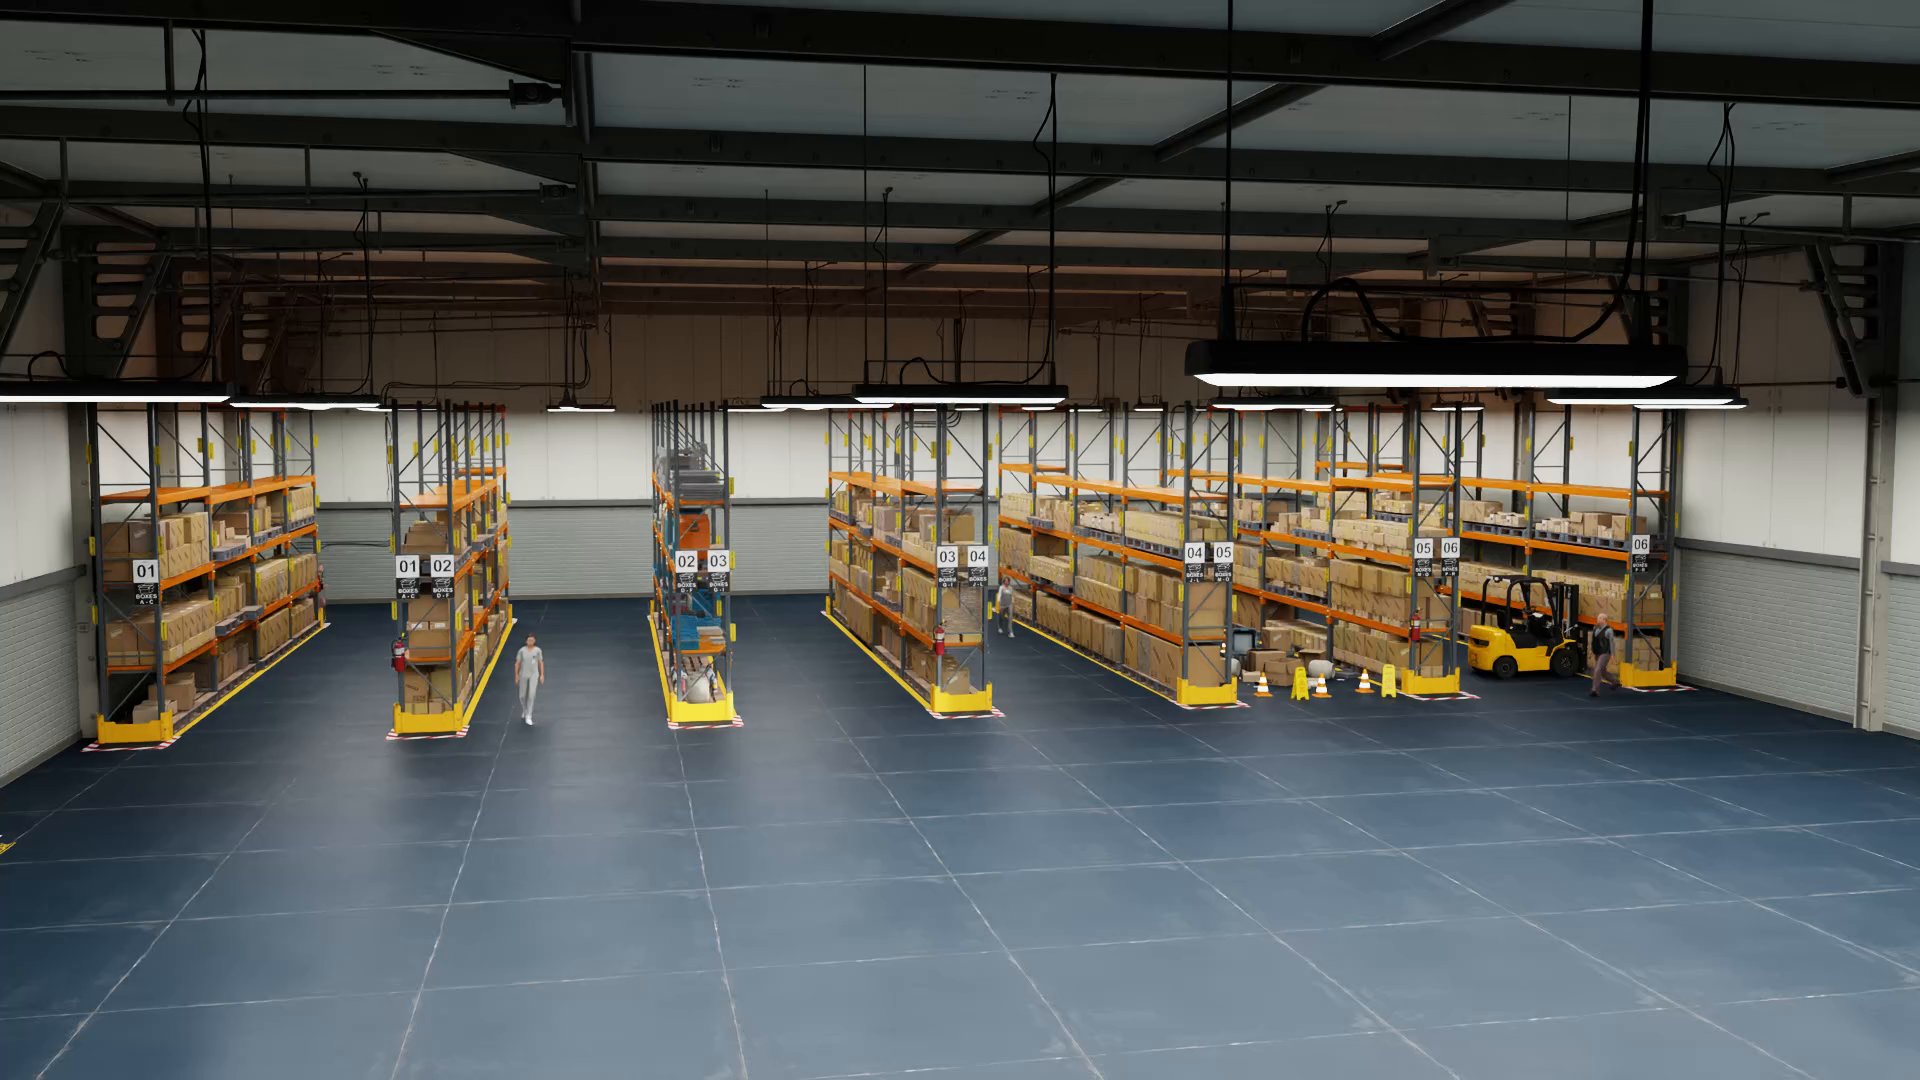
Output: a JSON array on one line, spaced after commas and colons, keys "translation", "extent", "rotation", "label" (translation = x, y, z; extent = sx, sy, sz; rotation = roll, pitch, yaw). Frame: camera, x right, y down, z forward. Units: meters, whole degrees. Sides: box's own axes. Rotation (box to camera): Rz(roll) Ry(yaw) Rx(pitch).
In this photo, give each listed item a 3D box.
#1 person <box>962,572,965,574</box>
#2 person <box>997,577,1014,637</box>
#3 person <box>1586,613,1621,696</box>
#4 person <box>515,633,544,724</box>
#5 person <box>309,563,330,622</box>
[{"translation": [-0.066, 1.141, 49.113], "extent": [0.756, 1.757, 0.585], "rotation": [-1, 4, -17], "label": "person"}, {"translation": [1.183, 1.709, 42.880], "extent": [0.464, 1.536, 0.994], "rotation": [-1, 4, -13], "label": "person"}, {"translation": [13.110, 2.323, 33.867], "extent": [0.964, 1.690, 0.555], "rotation": [-1, 5, -18], "label": "person"}, {"translation": [-8.043, 2.585, 31.070], "extent": [0.515, 1.664, 0.707], "rotation": [-1, 4, -12], "label": "person"}, {"translation": [-17.832, 1.492, 45.883], "extent": [0.846, 1.636, 0.514], "rotation": [-1, 4, -13], "label": "person"}]
